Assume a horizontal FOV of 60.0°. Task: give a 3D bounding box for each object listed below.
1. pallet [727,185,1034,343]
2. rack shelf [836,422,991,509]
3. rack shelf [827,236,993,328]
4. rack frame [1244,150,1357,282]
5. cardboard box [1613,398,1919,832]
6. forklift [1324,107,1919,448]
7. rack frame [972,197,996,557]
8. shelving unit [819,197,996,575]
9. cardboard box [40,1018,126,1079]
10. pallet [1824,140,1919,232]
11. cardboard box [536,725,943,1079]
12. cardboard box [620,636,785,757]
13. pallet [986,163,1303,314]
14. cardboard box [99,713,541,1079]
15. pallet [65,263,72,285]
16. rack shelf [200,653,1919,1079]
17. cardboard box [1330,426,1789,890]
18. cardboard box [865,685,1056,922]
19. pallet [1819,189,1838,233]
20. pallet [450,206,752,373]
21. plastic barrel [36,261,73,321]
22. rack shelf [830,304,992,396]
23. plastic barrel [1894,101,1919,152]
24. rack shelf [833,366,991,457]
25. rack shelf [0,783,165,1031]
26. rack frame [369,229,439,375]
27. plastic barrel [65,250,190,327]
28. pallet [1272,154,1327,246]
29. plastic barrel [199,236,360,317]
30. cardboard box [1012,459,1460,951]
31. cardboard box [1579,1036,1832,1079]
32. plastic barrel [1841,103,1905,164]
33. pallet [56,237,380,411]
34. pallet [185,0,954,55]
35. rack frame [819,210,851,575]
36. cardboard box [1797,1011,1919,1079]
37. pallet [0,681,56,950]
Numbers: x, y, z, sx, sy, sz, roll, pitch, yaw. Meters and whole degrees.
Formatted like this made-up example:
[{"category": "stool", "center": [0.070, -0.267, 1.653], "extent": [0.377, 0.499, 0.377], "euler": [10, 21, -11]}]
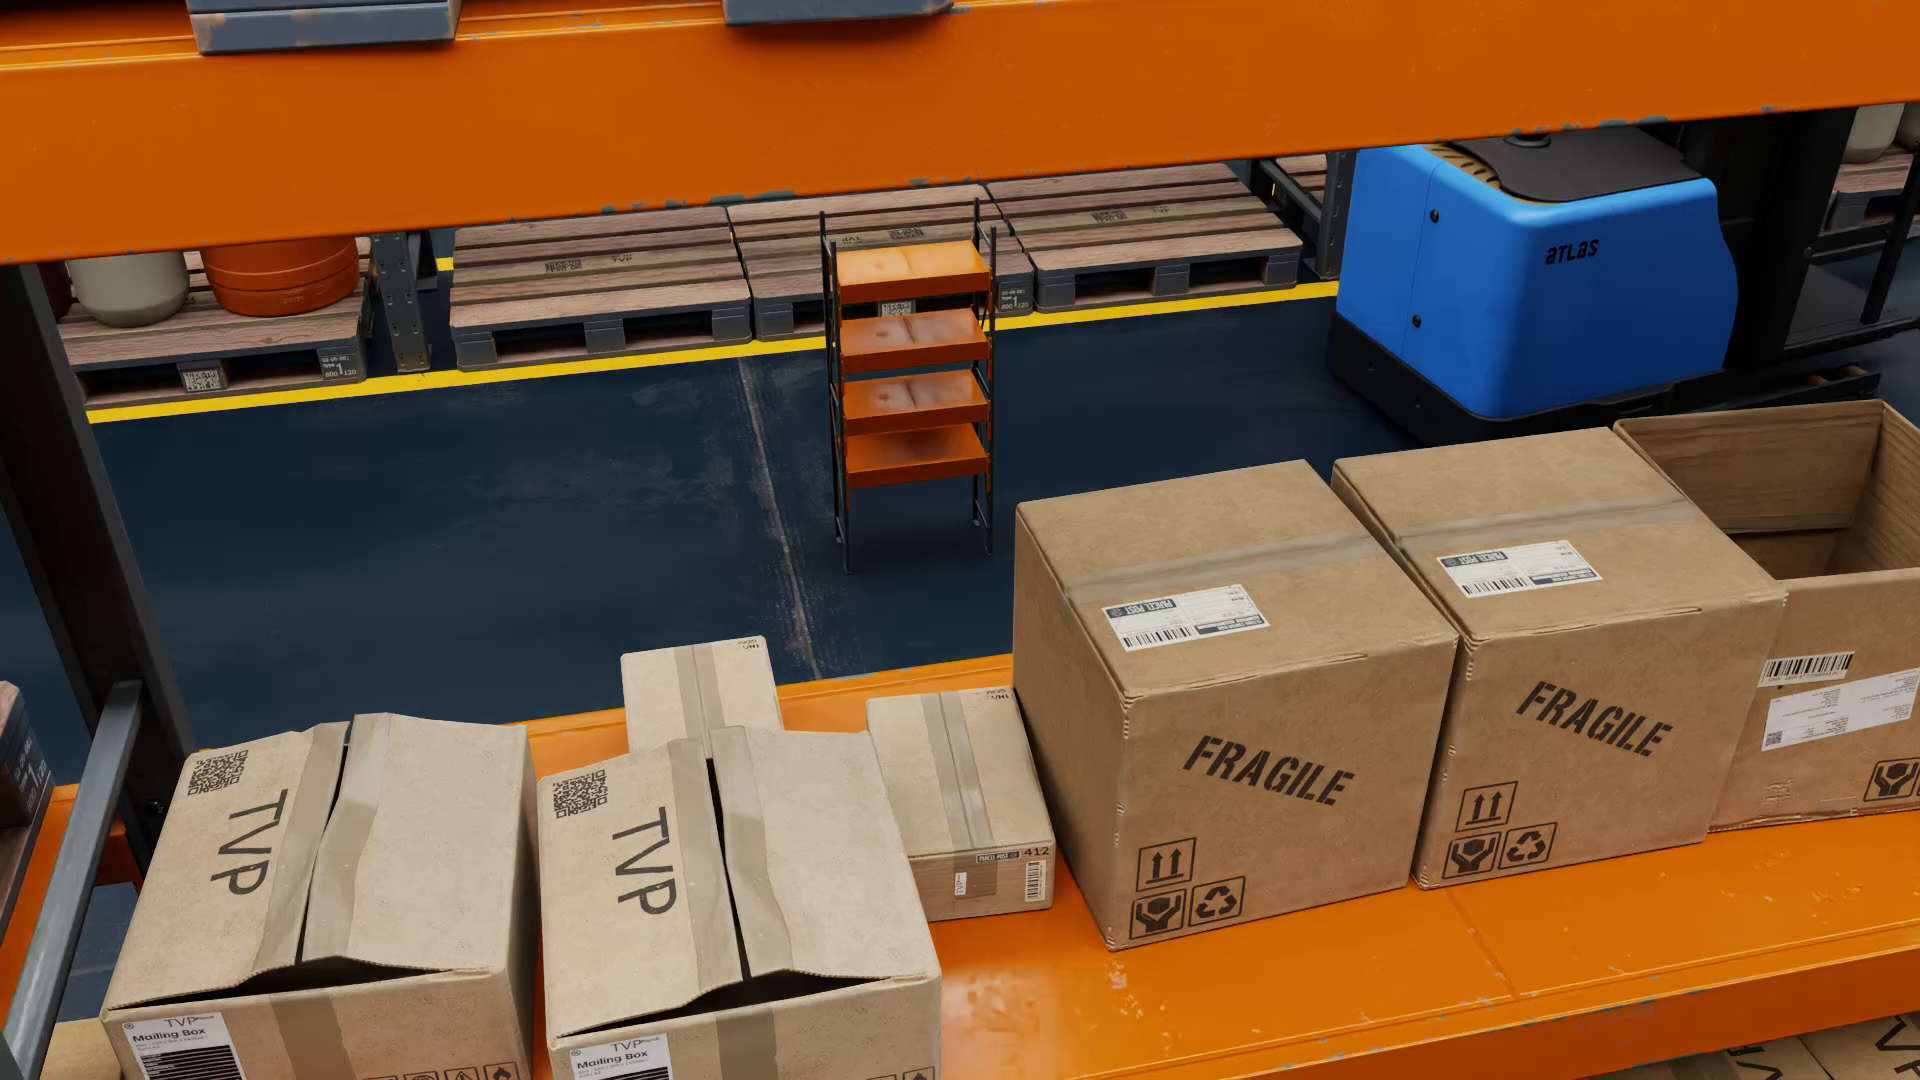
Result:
[{"category": "pallet", "center": [-0.376, -1.258, 7.435], "extent": [1.213, 0.211, 1.003], "euler": [-7, 35, -11]}, {"category": "rack shelf", "center": [-0.161, -0.257, 5.533], "extent": [0.480, 0.148, 0.258], "euler": [-7, 35, -11]}, {"category": "rack shelf", "center": [-0.161, -0.804, 5.166], "extent": [0.480, 0.148, 0.258], "euler": [-7, 35, -11]}, {"category": "rack frame", "center": [1.574, -2.685, 7.060], "extent": [0.127, 3.000, 1.000], "euler": [-7, 35, -11]}, {"category": "cardboard box", "center": [1.397, 0.116, 2.795], "extent": [0.500, 0.500, 0.500], "euler": [-5, 34, -7]}, {"category": "forklift", "center": [3.032, -1.946, 6.020], "extent": [3.031, 2.935, 1.130], "euler": [-13, 36, -18]}, {"category": "rack frame", "center": [0.077, -0.508, 5.430], "extent": [0.015, 1.200, 0.240], "euler": [-7, 35, -11]}, {"category": "shelving unit", "center": [-0.161, -0.478, 5.385], "extent": [0.503, 1.200, 0.258], "euler": [-7, 35, -11]}, {"category": "cardboard box", "center": [-1.745, 1.255, 3.037], "extent": [0.500, 0.500, 0.500], "euler": [-6, 34, -9]}, {"category": "pallet", "center": [4.618, -1.887, 8.373], "extent": [1.213, 0.211, 1.003], "euler": [-7, 35, -11]}, {"category": "cardboard box", "center": [-0.323, 0.531, 2.346], "extent": [0.500, 0.311, 0.500], "euler": [-8, 35, -11]}, {"category": "cardboard box", "center": [-0.422, 0.343, 2.773], "extent": [0.250, 0.149, 0.380], "euler": [-7, 35, -11]}, {"category": "pallet", "center": [0.817, -1.410, 7.661], "extent": [1.213, 0.211, 1.003], "euler": [-7, 35, -11]}, {"category": "cardboard box", "center": [-0.874, 0.515, 2.371], "extent": [0.500, 0.311, 0.500], "euler": [-5, 34, -8]}, {"category": "pallet", "center": [-4.275, -0.768, 6.705], "extent": [1.213, 0.211, 1.003], "euler": [-7, 35, -11]}, {"category": "rack shelf", "center": [0.712, 0.552, 2.881], "extent": [4.000, 0.370, 1.077], "euler": [-7, 35, -11]}, {"category": "cardboard box", "center": [0.908, 0.178, 2.704], "extent": [0.500, 0.500, 0.500], "euler": [-7, 35, -10]}, {"category": "cardboard box", "center": [-0.007, 0.416, 2.664], "extent": [0.250, 0.149, 0.380], "euler": [-5, 34, -7]}, {"category": "pallet", "center": [3.431, -1.739, 8.152], "extent": [1.213, 0.211, 1.003], "euler": [-7, 35, -11]}, {"category": "pallet", "center": [-1.563, -1.110, 7.214], "extent": [1.213, 0.211, 1.003], "euler": [-7, 35, -11]}, {"category": "plastic barrel", "center": [-3.902, -1.158, 6.572], "extent": [0.708, 0.588, 0.600], "euler": [-7, 35, -11]}, {"category": "rack shelf", "center": [-0.161, -0.608, 5.298], "extent": [0.480, 0.148, 0.258], "euler": [-7, 35, -11]}, {"category": "plastic barrel", "center": [4.850, -2.196, 8.186], "extent": [0.421, 0.512, 0.421], "euler": [0, 34, 0]}, {"category": "rack shelf", "center": [-0.161, -0.422, 5.423], "extent": [0.480, 0.148, 0.258], "euler": [-7, 35, -11]}, {"category": "rack shelf", "center": [-3.189, 1.044, 2.149], "extent": [4.000, 0.370, 1.077], "euler": [-7, 35, -11]}, {"category": "rack frame", "center": [-2.327, -2.194, 6.327], "extent": [0.127, 3.000, 1.000], "euler": [-7, 35, -11]}, {"category": "plastic barrel", "center": [-3.332, -1.148, 6.624], "extent": [0.421, 0.512, 0.421], "euler": [0, 34, 0]}, {"category": "pallet", "center": [2.238, -1.587, 7.926], "extent": [1.213, 0.211, 1.003], "euler": [-7, 35, -11]}, {"category": "plastic barrel", "center": [-2.801, -1.397, 6.711], "extent": [0.708, 0.830, 0.600], "euler": [-7, 35, -11]}, {"category": "cardboard box", "center": [0.395, 0.242, 2.607], "extent": [0.500, 0.500, 0.500], "euler": [-9, 35, -13]}, {"category": "cardboard box", "center": [1.338, 1.075, 3.044], "extent": [0.500, 0.311, 0.500], "euler": [-7, 35, -11]}, {"category": "plastic barrel", "center": [4.361, -2.134, 8.094], "extent": [0.421, 0.512, 0.421], "euler": [0, 34, 0]}, {"category": "pallet", "center": [-3.087, -0.916, 6.926], "extent": [1.213, 0.211, 1.003], "euler": [-7, 35, -11]}, {"category": "pallet", "center": [-0.596, -0.800, 1.728], "extent": [1.003, 0.211, 1.213], "euler": [-6, 34, -8]}, {"category": "rack frame", "center": [-0.399, -0.448, 5.341], "extent": [0.015, 1.200, 0.240], "euler": [-7, 35, -11]}, {"category": "cardboard box", "center": [1.825, 1.015, 3.133], "extent": [0.500, 0.311, 0.500], "euler": [-6, 34, -9]}, {"category": "pallet", "center": [-1.884, 0.700, 2.187], "extent": [1.003, 0.211, 1.213], "euler": [-7, 35, -11]}]
